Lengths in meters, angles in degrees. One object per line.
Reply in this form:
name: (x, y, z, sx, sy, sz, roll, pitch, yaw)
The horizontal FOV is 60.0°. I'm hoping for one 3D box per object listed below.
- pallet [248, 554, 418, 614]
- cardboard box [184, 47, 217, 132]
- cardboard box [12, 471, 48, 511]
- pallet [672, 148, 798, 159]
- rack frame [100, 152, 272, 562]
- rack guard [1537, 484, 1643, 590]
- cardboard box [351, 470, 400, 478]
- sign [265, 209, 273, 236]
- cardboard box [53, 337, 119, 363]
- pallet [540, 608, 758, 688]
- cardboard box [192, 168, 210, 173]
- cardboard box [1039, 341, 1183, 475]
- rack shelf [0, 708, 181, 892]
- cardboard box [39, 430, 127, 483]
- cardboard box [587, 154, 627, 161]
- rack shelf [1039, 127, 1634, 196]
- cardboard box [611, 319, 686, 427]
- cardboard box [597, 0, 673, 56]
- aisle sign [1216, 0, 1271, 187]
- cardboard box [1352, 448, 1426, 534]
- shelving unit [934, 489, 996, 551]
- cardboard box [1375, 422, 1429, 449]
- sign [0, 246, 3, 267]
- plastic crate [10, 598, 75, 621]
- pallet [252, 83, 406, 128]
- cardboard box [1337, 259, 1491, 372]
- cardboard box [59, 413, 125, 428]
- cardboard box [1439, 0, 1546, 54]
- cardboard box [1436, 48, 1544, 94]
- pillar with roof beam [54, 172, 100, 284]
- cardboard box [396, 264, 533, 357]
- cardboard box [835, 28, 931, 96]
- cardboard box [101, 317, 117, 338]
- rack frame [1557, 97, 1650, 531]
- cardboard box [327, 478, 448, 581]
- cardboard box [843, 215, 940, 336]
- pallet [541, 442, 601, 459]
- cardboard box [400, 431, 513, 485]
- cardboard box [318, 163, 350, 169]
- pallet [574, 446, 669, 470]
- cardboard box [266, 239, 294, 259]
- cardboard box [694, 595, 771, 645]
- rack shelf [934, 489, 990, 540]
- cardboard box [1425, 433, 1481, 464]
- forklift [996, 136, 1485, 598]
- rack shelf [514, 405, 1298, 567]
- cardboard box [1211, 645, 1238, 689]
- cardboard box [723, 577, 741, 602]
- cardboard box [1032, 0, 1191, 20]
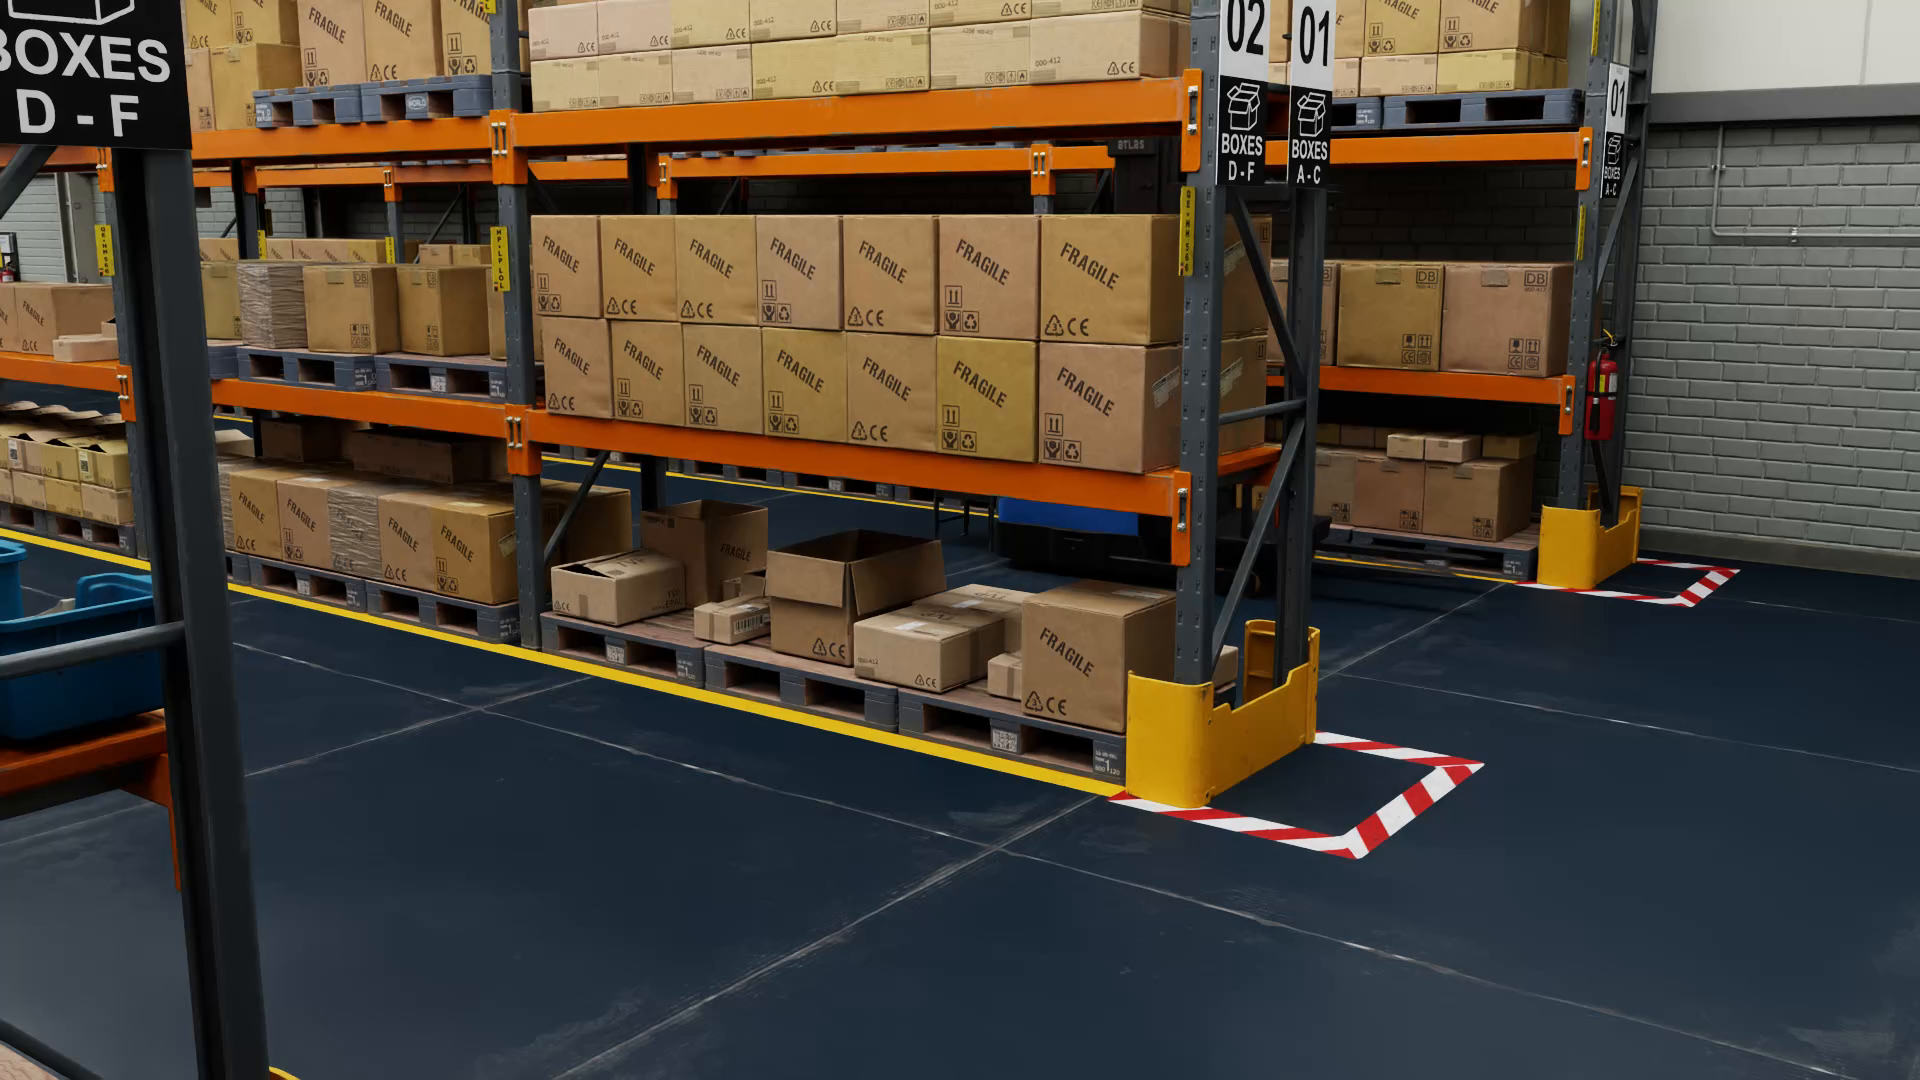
pallet: (-3.699, 0.188, 10.500, 1.213, 0.211, 1.003, 8, 13, 36)
cardboard box: (-4.475, -2.828, 10.591, 0.500, 0.500, 0.910, 8, 13, 36)
cardboard box: (-6.647, -0.400, 12.334, 0.500, 0.250, 0.500, 8, 14, 37)
pallet: (-1.778, -3.482, 14.732, 1.003, 0.211, 1.213, 9, 14, 38)
rack frame: (-5.258, -1.408, 11.409, 0.127, 3.000, 1.000, 8, 13, 36)
rack guard: (4.139, -0.037, 10.905, 0.348, 0.500, 1.175, 8, 13, 36)
cardboard box: (-3.521, -0.211, 10.646, 0.500, 0.500, 0.500, 7, 13, 33)
sign: (-8.432, -3.872, 20.268, 0.005, 0.325, 0.100, 8, 13, 36)
cardboard box: (-6.146, -1.343, 11.737, 0.250, 0.149, 0.380, 8, 13, 36)
pallet: (-1.481, 0.489, 8.949, 1.213, 0.211, 1.003, 8, 13, 36)
cardboard box: (-8.655, -4.522, 19.292, 0.500, 0.500, 0.500, 8, 14, 37)
cardboard box: (0.668, -0.566, 6.795, 0.500, 0.500, 0.500, 8, 14, 37)
rack shelf: (-3.356, 0.378, 4.073, 4.000, 0.370, 1.077, 8, 13, 36)
cardboard box: (-6.248, -0.618, 11.983, 0.500, 0.311, 0.500, 8, 13, 35)
cardboard box: (-3.069, -3.645, 15.257, 0.500, 0.311, 0.500, 8, 13, 36)
rack shelf: (2.508, -2.611, 11.628, 4.000, 0.370, 1.077, 8, 13, 36)
cardboard box: (-1.369, -0.851, 8.268, 0.500, 0.500, 0.500, 8, 14, 37)
cardboard box: (-1.385, -2.454, 7.998, 0.500, 0.250, 0.500, 8, 13, 36)
aisle sign: (1.064, -1.730, 6.231, 0.004, 0.787, 0.394, 8, 13, 36)
cardboard box: (3.093, -0.366, 11.498, 0.500, 0.500, 0.700, 8, 13, 35)
shelving unit: (0.133, -1.012, 11.734, 0.503, 2.100, 0.431, 8, 13, 36)
cardboard box: (3.105, -0.729, 11.671, 0.250, 0.149, 0.380, 8, 14, 36)
sign: (-8.168, -2.471, 14.066, 0.005, 0.325, 0.100, 8, 13, 36)
plastic crate: (-1.958, 0.223, 3.517, 0.298, 0.136, 0.250, 8, 13, 36)
pallet: (-3.355, -2.539, 9.852, 1.003, 0.211, 1.213, 8, 13, 36)
cardboard box: (3.110, -1.550, 11.356, 0.700, 0.700, 0.980, 8, 13, 35)
cardboard box: (-6.759, -0.816, 13.009, 0.500, 0.311, 0.500, 8, 13, 35)
cardboard box: (3.368, -3.330, 10.500, 0.500, 0.500, 0.500, 8, 13, 35)
cardboard box: (3.372, -2.963, 10.577, 0.500, 0.250, 0.500, 8, 14, 37)
pillar with roof beam: (-15.084, -6.081, 19.768, 0.400, 9.000, 9.100, 8, 13, 36)
cardboard box: (-2.875, -1.368, 9.837, 0.700, 0.500, 0.500, -11, 15, -44)
cardboard box: (-0.187, -2.037, 7.158, 0.500, 0.250, 0.500, 8, 13, 36)
cardboard box: (-5.864, -1.494, 12.090, 0.500, 0.311, 0.500, 8, 13, 35)
rack frame: (4.120, -1.267, 10.682, 0.127, 3.000, 1.000, 8, 13, 36)
cardboard box: (-3.398, -0.072, 9.926, 0.500, 0.500, 0.500, 8, 14, 36)
cardboard box: (-0.159, -1.170, 7.287, 0.500, 0.500, 0.500, 8, 14, 37)
pallet: (-3.937, -1.023, 16.761, 1.213, 0.211, 1.003, 8, 13, 36)
cardboard box: (-3.085, -0.519, 10.264, 0.500, 0.250, 0.500, 8, 14, 36)
cardboard box: (-6.506, -4.226, 17.761, 0.500, 0.500, 0.500, 7, 13, 31)
pallet: (-2.957, -0.886, 16.051, 1.213, 0.211, 1.003, 8, 13, 36)
cardboard box: (-7.341, -3.098, 18.515, 0.500, 0.500, 0.500, 8, 14, 37)
cardboard box: (-1.120, 0.393, 8.402, 0.250, 0.166, 0.380, 8, 13, 36)
rack shelf: (0.133, -0.312, 11.870, 0.480, 0.518, 0.431, 8, 13, 36)
cardboard box: (3.285, -0.614, 11.076, 0.250, 0.149, 0.380, 8, 13, 35)
forklift: (1.773, -1.200, 10.518, 3.031, 2.935, 1.130, 6, 13, 30)
rack shelf: (-0.421, -0.380, 7.990, 4.000, 0.370, 1.077, 8, 13, 36)
cardboard box: (1.056, 0.576, 7.504, 0.250, 0.149, 0.380, 8, 13, 36)
cardboard box: (-1.069, 0.279, 9.036, 0.250, 0.149, 0.380, 8, 13, 36)
cardboard box: (0.626, -2.172, 6.538, 0.500, 0.250, 0.500, 8, 13, 36)
